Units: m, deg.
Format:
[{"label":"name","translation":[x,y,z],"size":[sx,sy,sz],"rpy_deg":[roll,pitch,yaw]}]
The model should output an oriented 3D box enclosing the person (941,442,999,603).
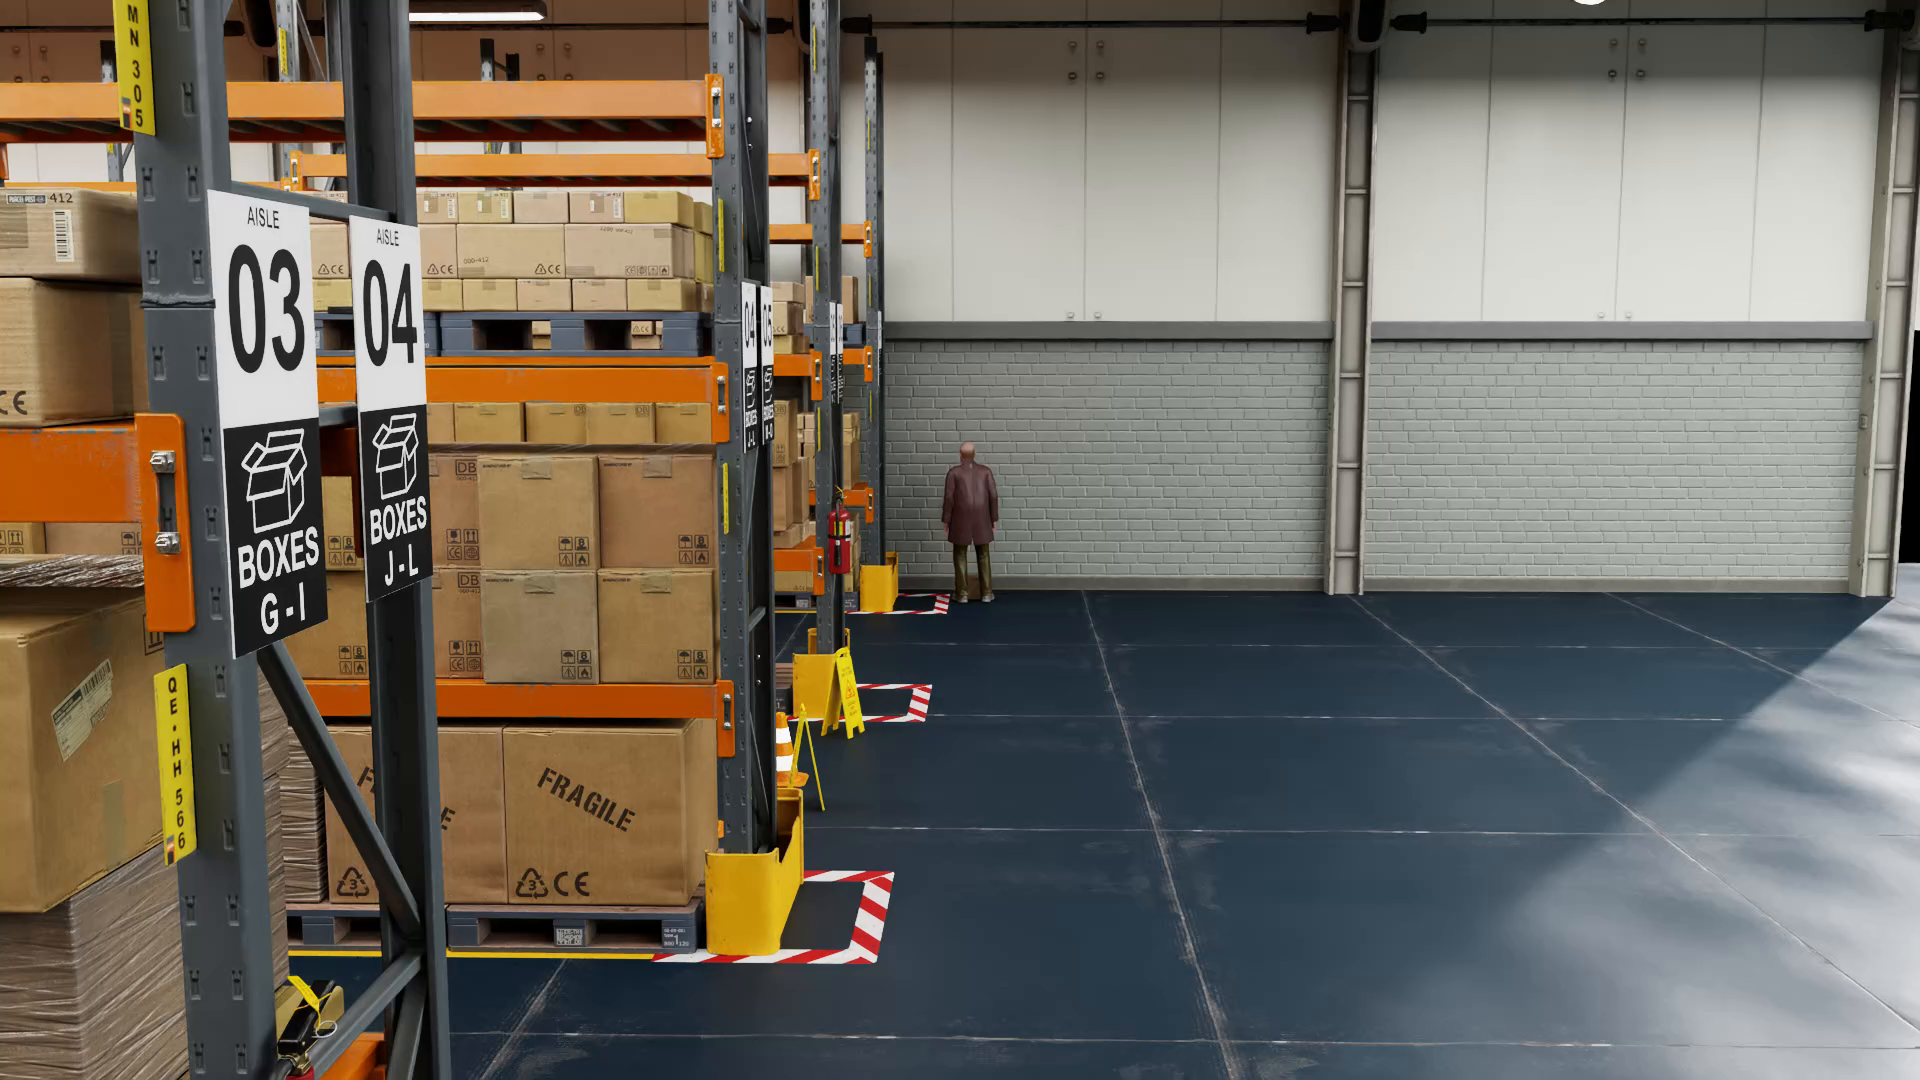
[{"label":"person","translation":[0.110,-0.196,18.411],"size":[0.645,1.772,0.429],"rpy_deg":[-1,7,-9]}]
